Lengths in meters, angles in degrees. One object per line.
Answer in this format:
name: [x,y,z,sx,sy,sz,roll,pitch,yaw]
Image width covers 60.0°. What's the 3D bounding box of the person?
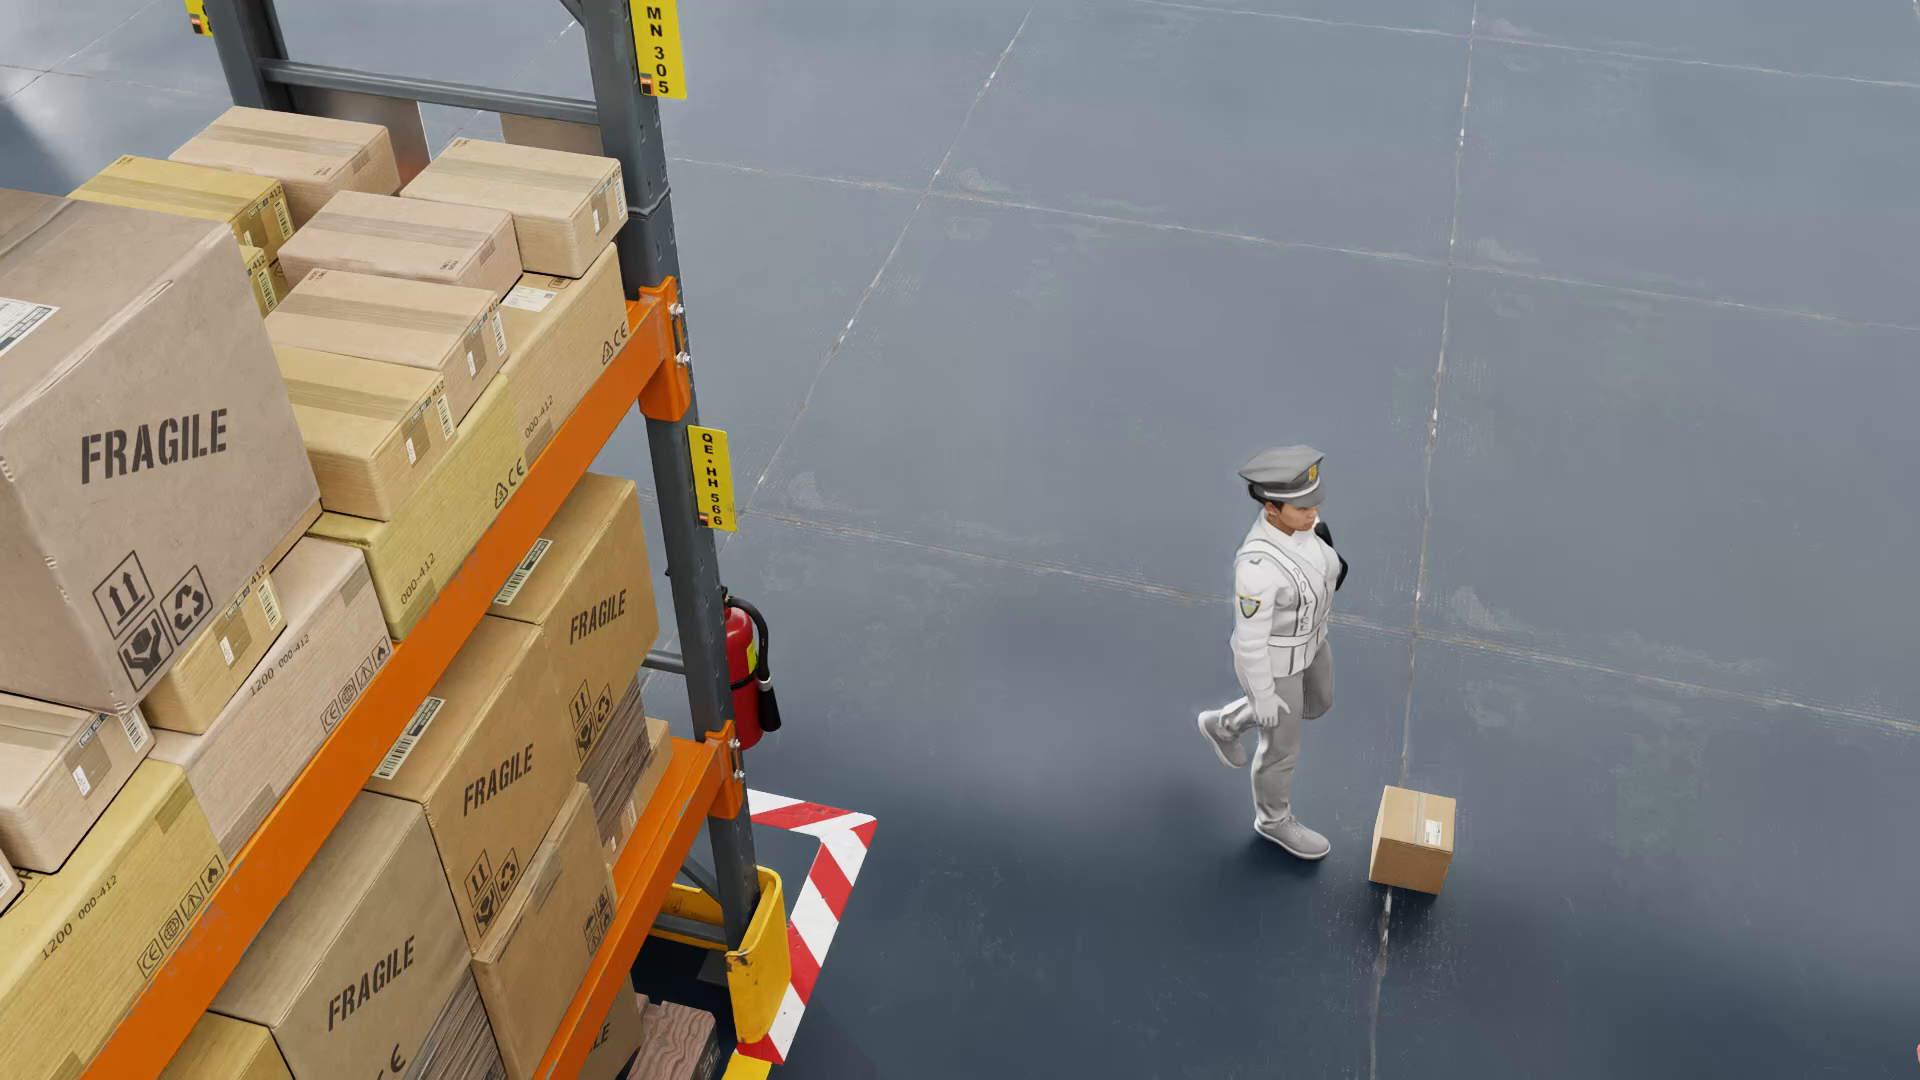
person: [1.110,0.383,5.666,0.606,1.683,0.511,19,45,20]
